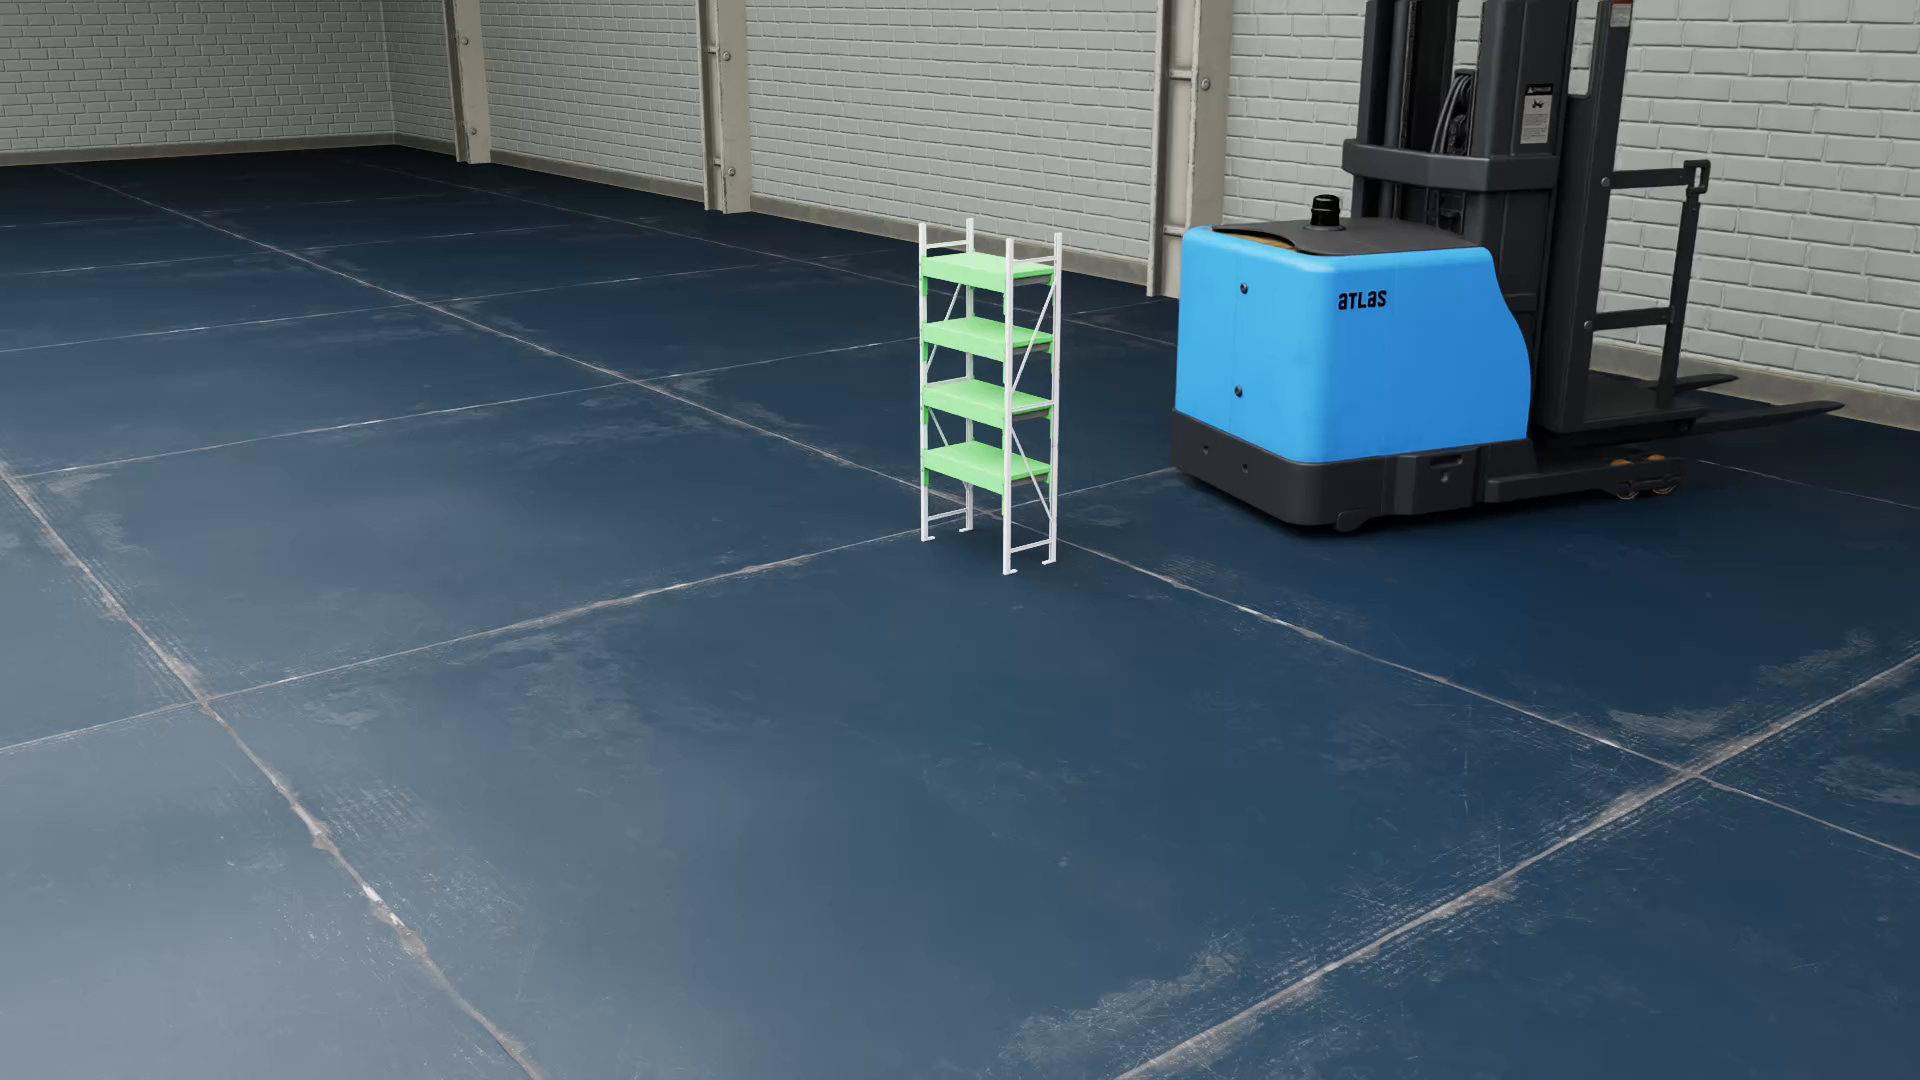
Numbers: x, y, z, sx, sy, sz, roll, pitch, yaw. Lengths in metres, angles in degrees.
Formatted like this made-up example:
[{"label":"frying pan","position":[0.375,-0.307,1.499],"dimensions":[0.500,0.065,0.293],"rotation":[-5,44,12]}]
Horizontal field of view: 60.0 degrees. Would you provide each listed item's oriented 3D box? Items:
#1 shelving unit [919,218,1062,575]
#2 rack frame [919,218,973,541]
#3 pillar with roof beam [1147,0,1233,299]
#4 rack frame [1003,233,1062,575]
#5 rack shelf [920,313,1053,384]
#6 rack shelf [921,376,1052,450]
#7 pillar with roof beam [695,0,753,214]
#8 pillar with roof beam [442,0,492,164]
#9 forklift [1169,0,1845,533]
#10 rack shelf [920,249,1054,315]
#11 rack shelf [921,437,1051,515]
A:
[{"label":"shelving unit","position":[0.103,-0.529,6.051],"dimensions":[0.258,1.200,0.503],"rotation":[-14,23,-36]},{"label":"rack frame","position":[-0.049,-0.589,6.232],"dimensions":[0.240,1.200,0.015],"rotation":[-14,23,-36]},{"label":"pillar with roof beam","position":[-1.851,-5.097,7.441],"dimensions":[9.100,9.000,0.400],"rotation":[-14,23,-36]},{"label":"rack frame","position":[0.254,-0.469,5.869],"dimensions":[0.240,1.200,0.015],"rotation":[-14,23,-36]},{"label":"rack shelf","position":[0.103,-0.696,5.995],"dimensions":[0.258,0.148,0.480],"rotation":[-14,23,-36]},{"label":"rack shelf","position":[0.103,-0.468,6.071],"dimensions":[0.258,0.148,0.480],"rotation":[-14,23,-36]},{"label":"pillar with roof beam","position":[-5.577,-6.576,11.906],"dimensions":[9.100,9.000,0.400],"rotation":[-14,23,-36]},{"label":"pillar with roof beam","position":[-9.302,-8.054,16.371],"dimensions":[9.100,9.000,0.400],"rotation":[-14,23,-36]},{"label":"forklift","position":[2.465,-1.702,6.839],"dimensions":[3.031,2.935,1.130],"rotation":[-7,20,-21]},{"label":"rack shelf","position":[0.103,-0.924,5.920],"dimensions":[0.258,0.148,0.480],"rotation":[-14,23,-36]},{"label":"rack shelf","position":[0.103,-0.240,6.146],"dimensions":[0.258,0.148,0.480],"rotation":[-14,23,-36]}]
